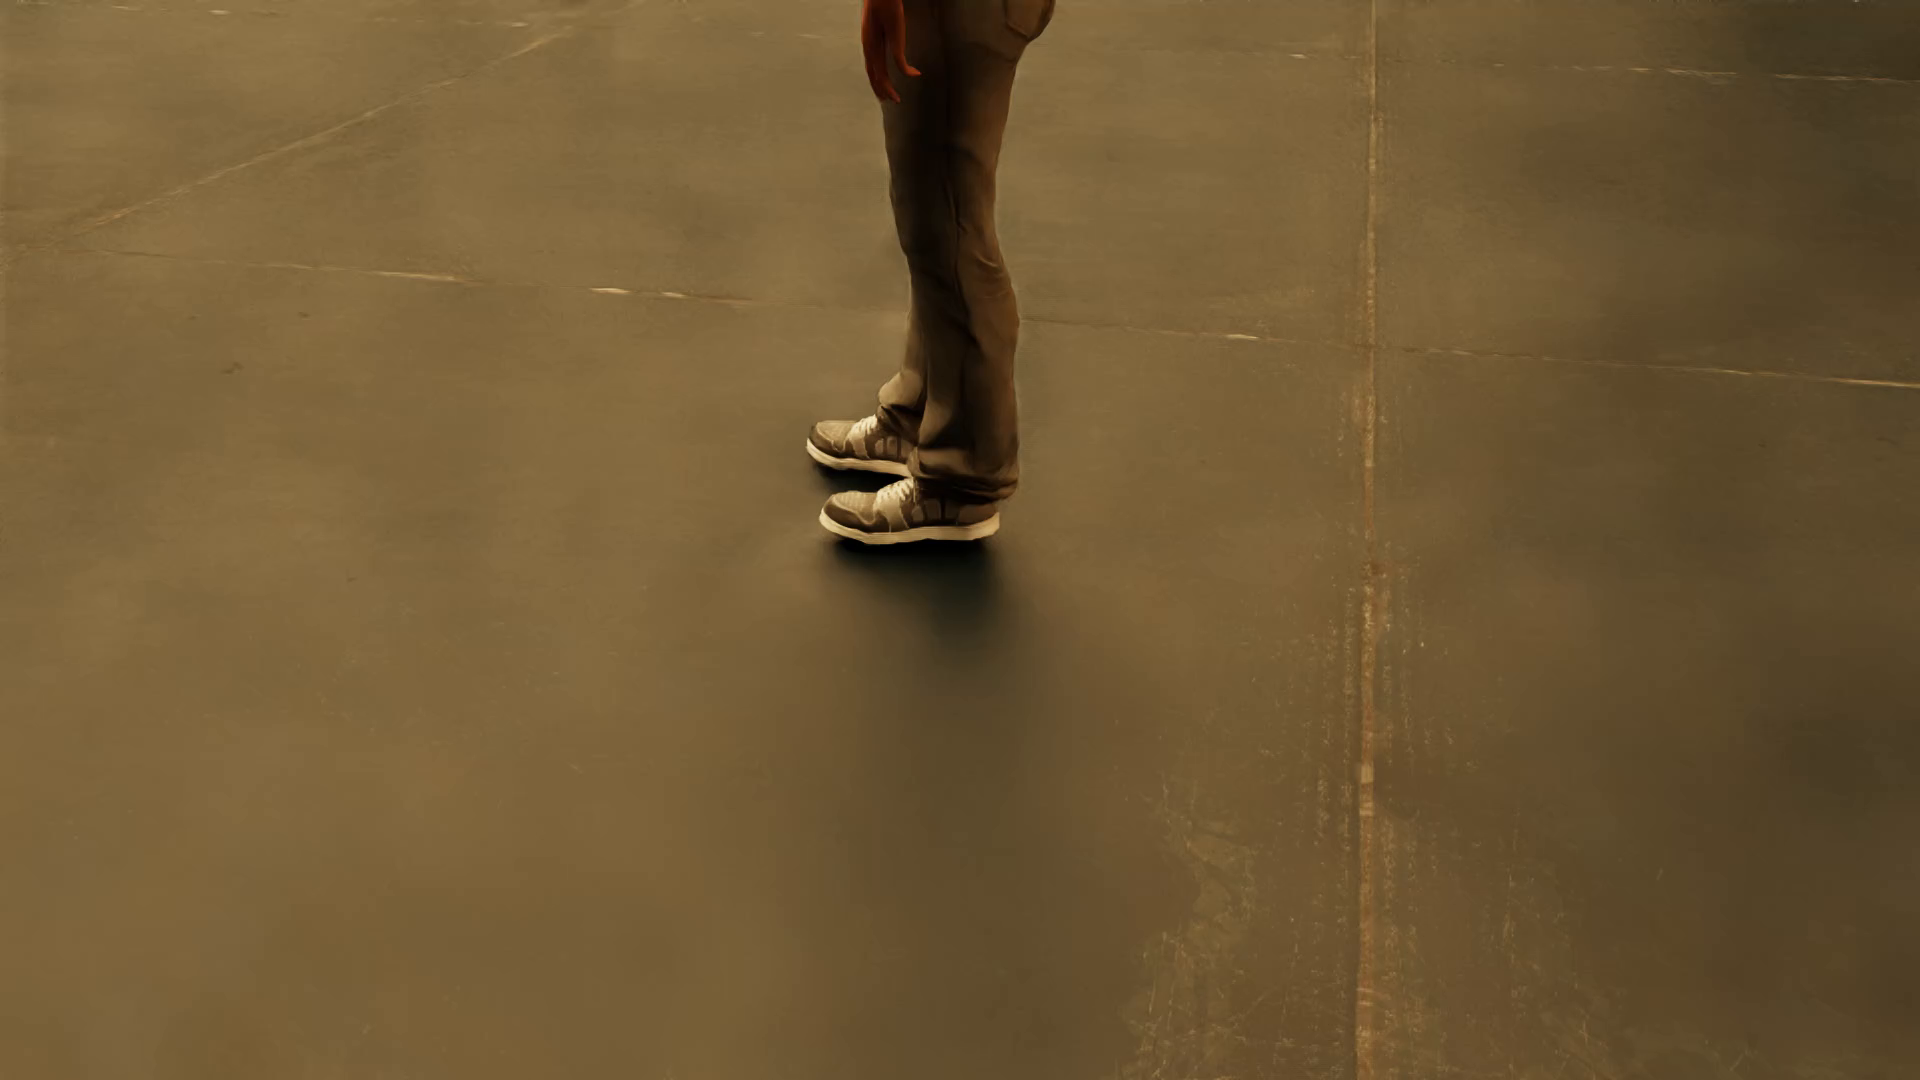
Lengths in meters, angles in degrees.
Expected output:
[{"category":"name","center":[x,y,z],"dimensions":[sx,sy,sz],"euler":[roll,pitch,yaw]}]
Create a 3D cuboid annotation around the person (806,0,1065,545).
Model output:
[{"category":"person","center":[-0.069,-0.733,2.164],"dimensions":[0.474,1.597,0.521],"euler":[6,27,11]}]
